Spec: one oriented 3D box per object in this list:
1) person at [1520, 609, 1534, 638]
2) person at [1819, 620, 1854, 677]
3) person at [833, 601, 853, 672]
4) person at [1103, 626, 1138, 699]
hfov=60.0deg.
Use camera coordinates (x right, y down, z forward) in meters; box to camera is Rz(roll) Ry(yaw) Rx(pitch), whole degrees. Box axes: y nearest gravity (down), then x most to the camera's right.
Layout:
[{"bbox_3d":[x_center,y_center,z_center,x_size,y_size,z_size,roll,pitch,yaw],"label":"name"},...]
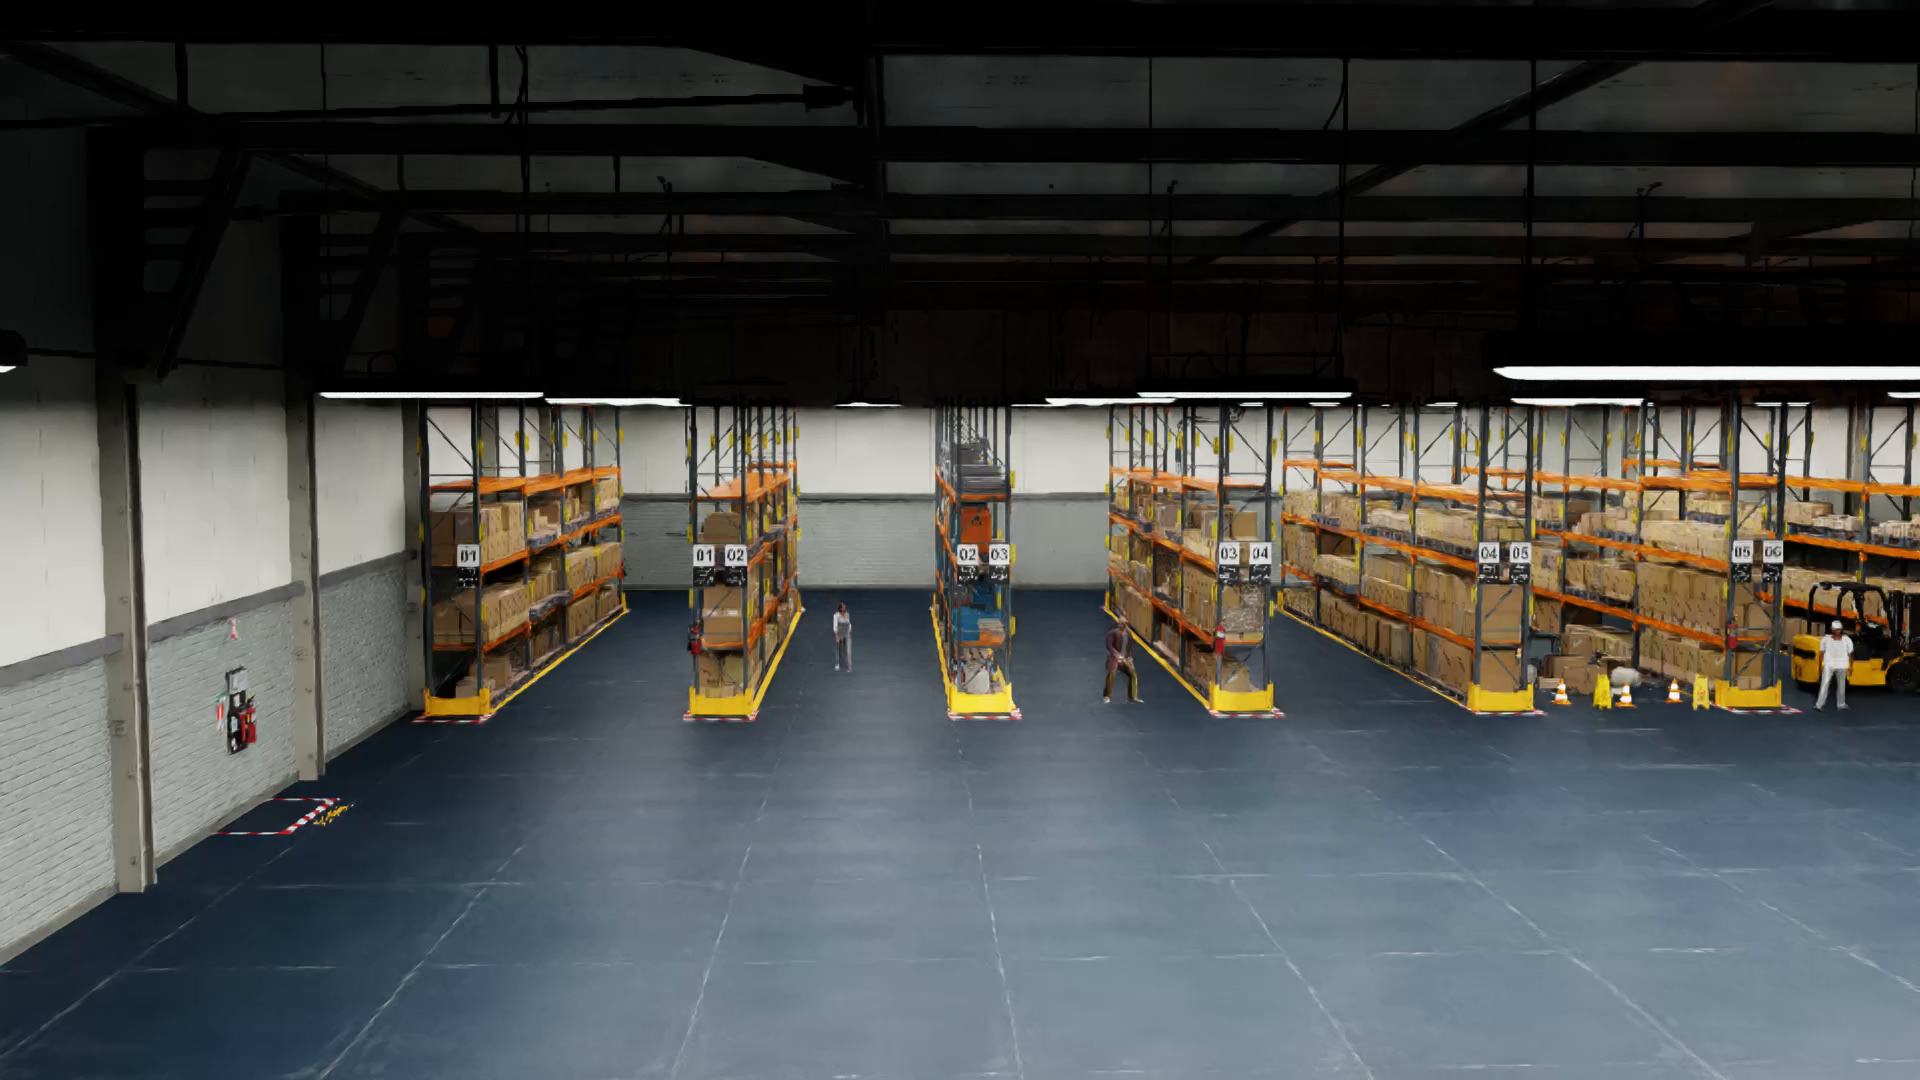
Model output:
[{"bbox_3d":[13.335,1.710,39.356,0.320,1.680,0.575,-3,5,-33],"label":"person"},{"bbox_3d":[16.560,2.047,31.413,0.586,1.071,0.403,2,5,27],"label":"person"},{"bbox_3d":[-2.569,2.094,36.219,0.411,1.534,0.956,-1,5,-11],"label":"person"},{"bbox_3d":[3.081,2.368,32.315,0.717,1.461,0.692,-2,5,-23],"label":"person"}]
